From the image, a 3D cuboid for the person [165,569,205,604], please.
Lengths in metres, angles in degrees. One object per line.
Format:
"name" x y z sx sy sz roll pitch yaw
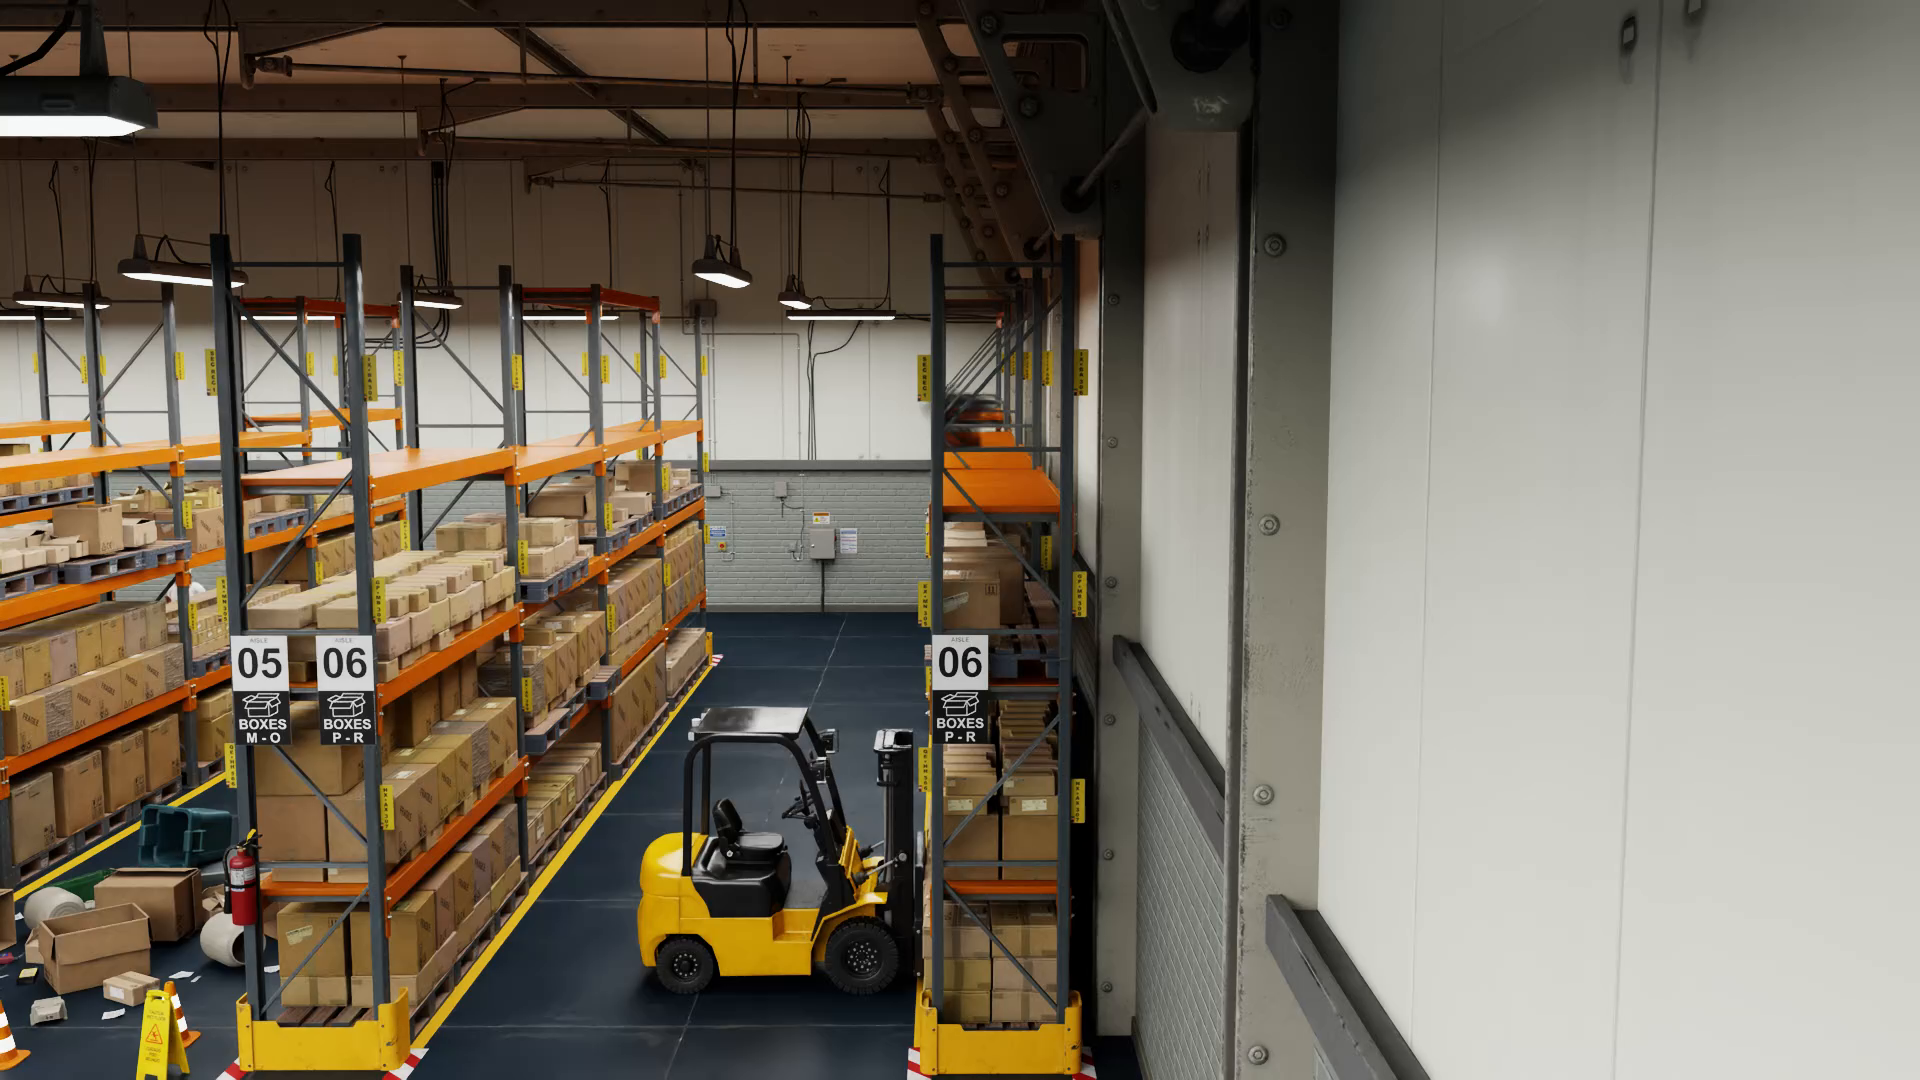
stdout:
"person" -12.625 1.305 27.067 0.691 1.790 0.722 -1 6 -9
